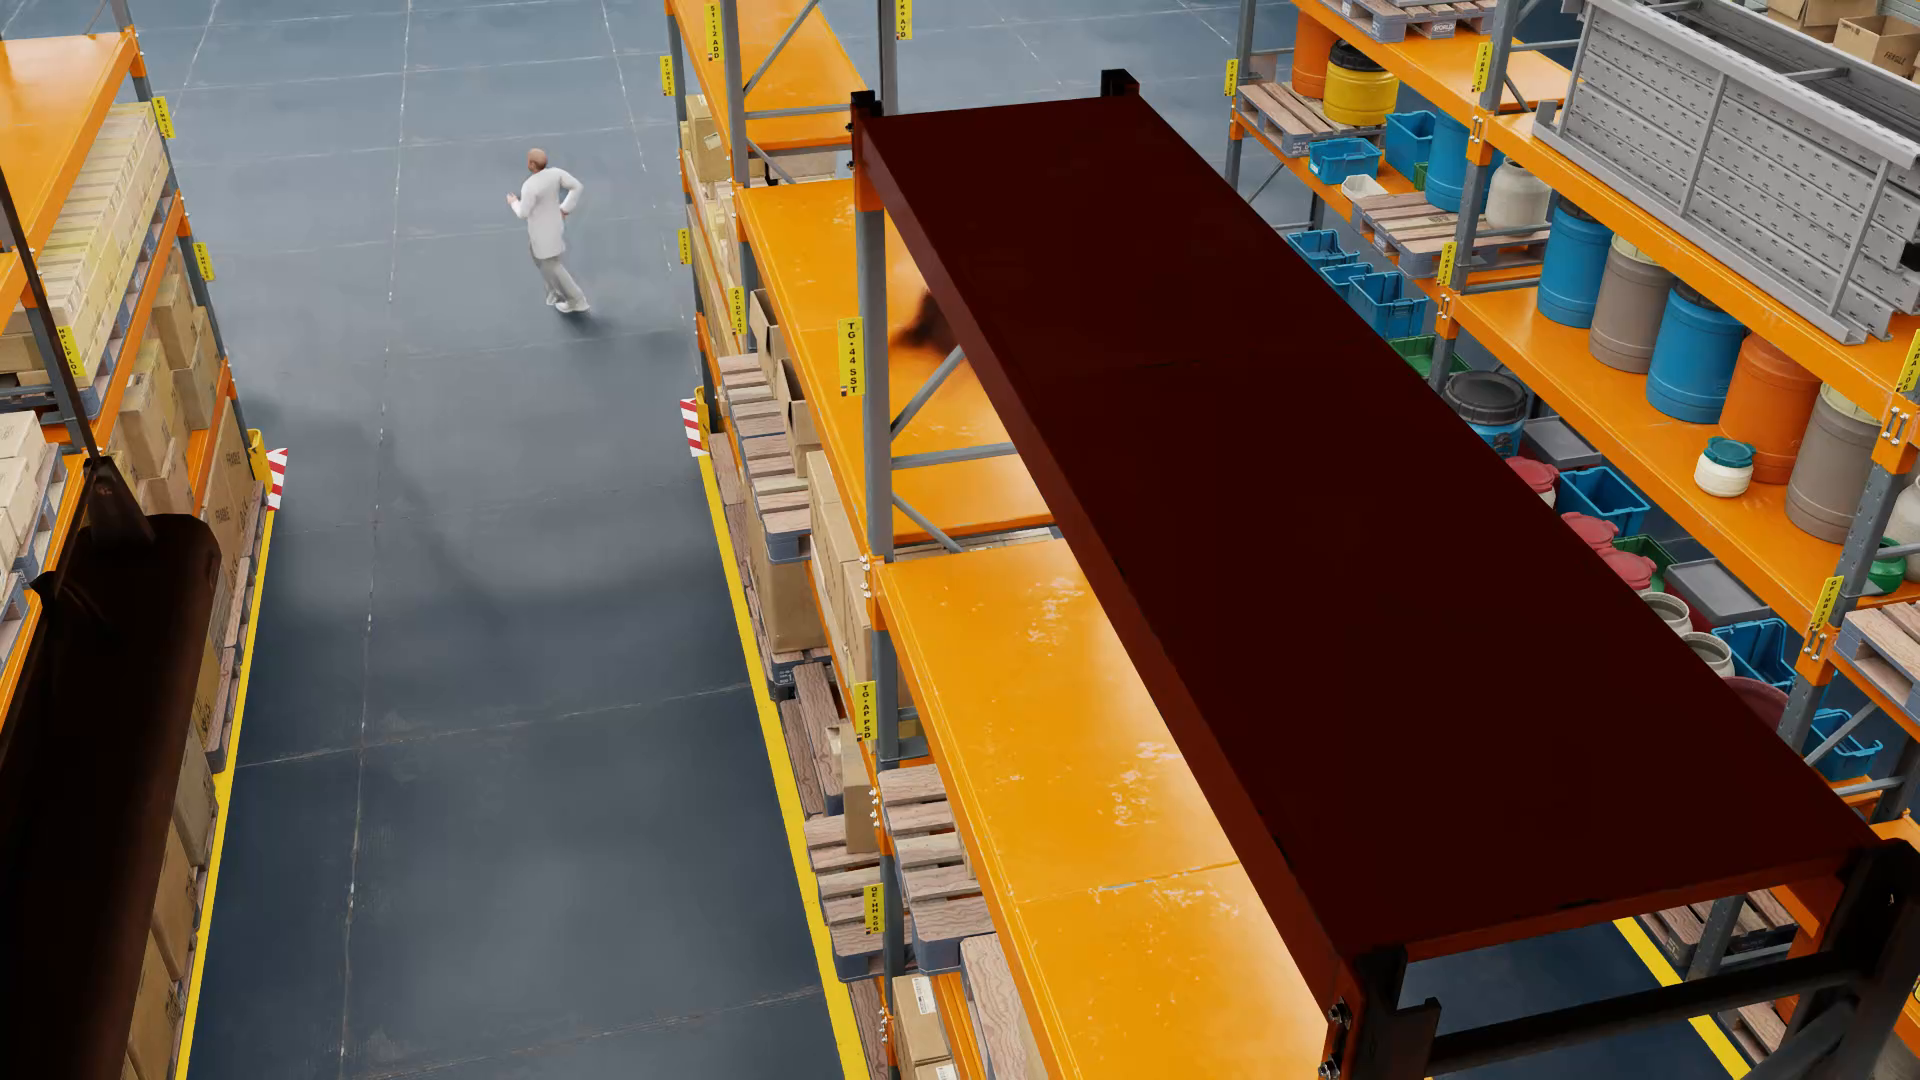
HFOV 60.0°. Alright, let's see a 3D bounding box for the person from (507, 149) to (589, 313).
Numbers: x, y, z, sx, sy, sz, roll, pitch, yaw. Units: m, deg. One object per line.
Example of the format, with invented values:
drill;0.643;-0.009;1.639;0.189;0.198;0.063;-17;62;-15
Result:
person;-4.274;-3.171;17.166;0.783;1.831;0.673;10;36;14
